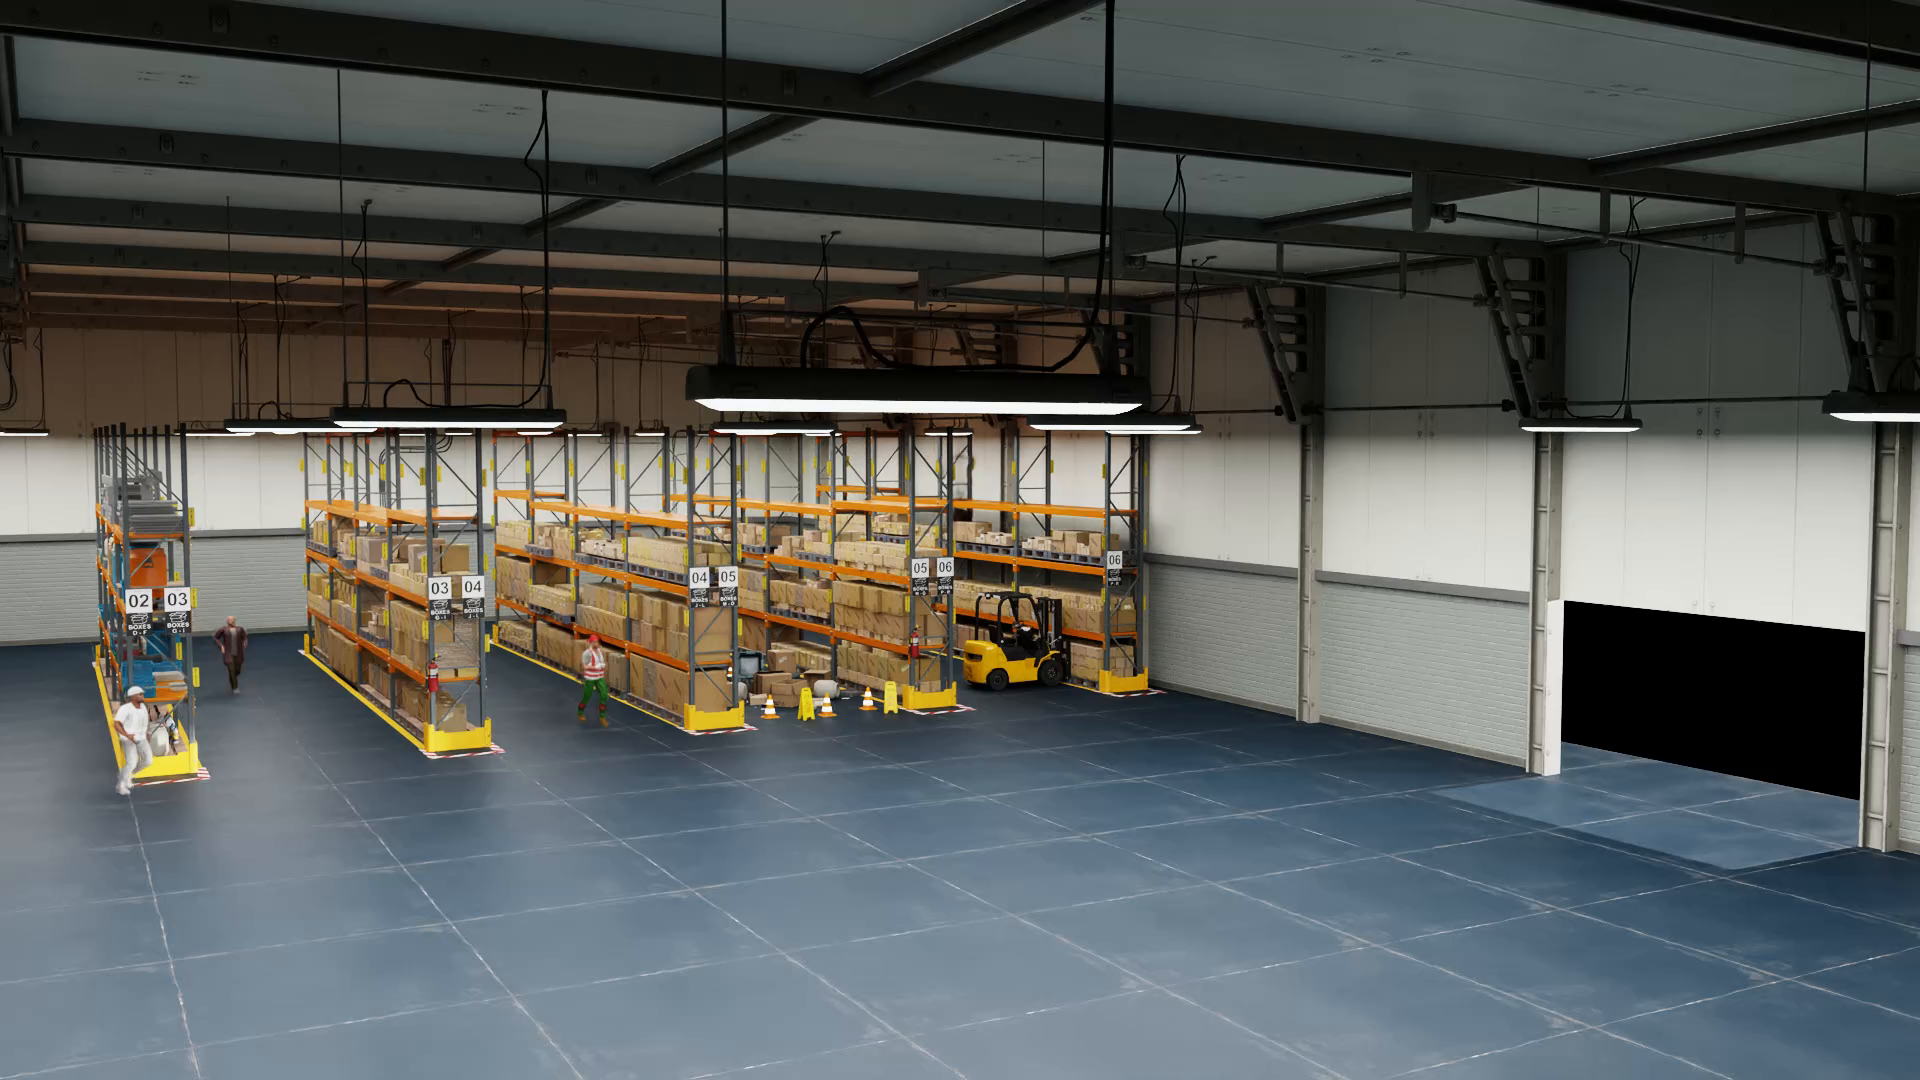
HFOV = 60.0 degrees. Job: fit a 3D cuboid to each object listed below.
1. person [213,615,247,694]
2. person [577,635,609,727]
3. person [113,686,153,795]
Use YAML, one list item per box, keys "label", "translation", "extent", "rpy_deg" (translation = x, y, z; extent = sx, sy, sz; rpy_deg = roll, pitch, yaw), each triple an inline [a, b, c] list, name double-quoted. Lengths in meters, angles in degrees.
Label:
- label: "person"
  translation: [-16.490, 2.586, 37.640]
  extent: [0.711, 1.754, 0.880]
  rpy_deg: [-3, 4, -38]
- label: "person"
  translation: [-7.328, 2.804, 33.247]
  extent: [0.886, 1.840, 0.646]
  rpy_deg: [3, 4, 40]
- label: "person"
  translation: [-13.378, 3.234, 27.025]
  extent: [0.513, 1.703, 0.760]
  rpy_deg: [1, 4, 16]
